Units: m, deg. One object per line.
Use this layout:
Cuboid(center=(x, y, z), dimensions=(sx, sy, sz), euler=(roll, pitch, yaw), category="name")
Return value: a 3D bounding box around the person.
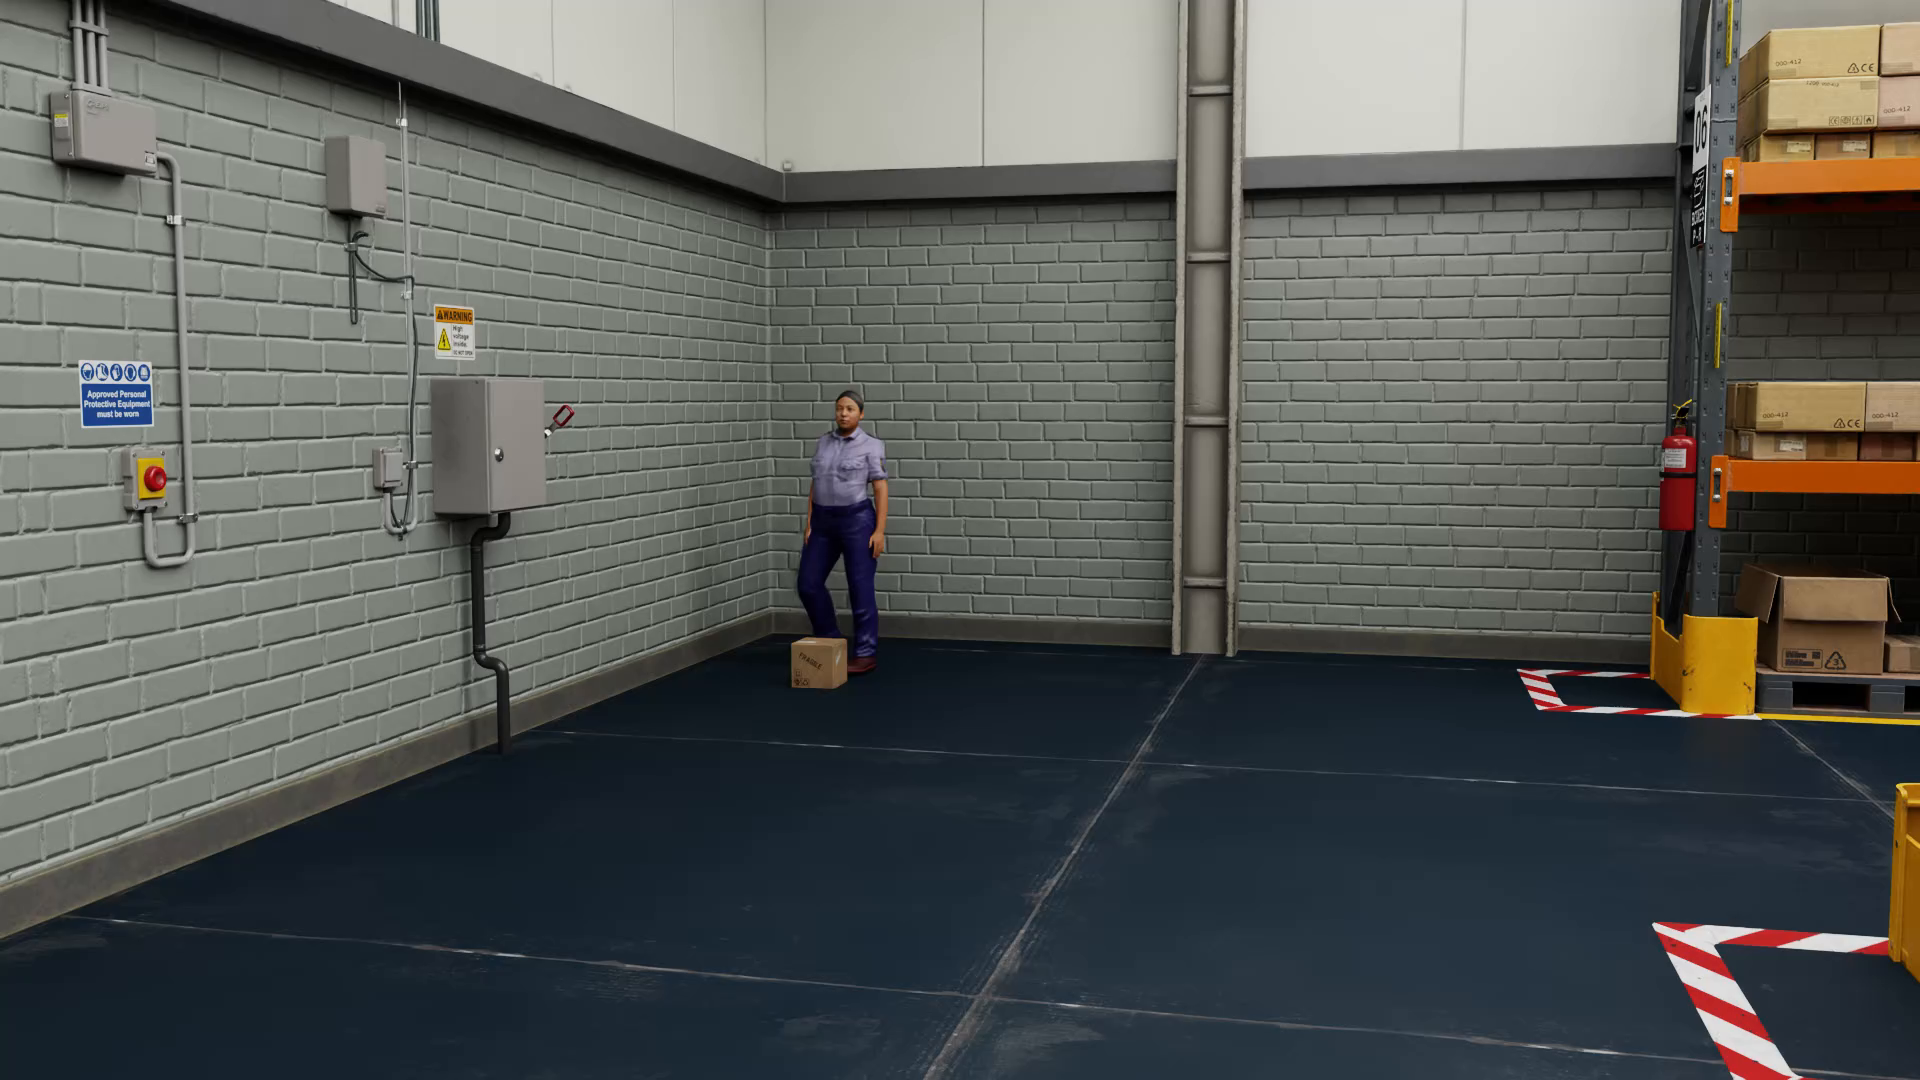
Cuboid(center=(-0.697, -0.034, 9.813), dimensions=(0.559, 1.695, 0.385), euler=(2, 6, 26), category="person")
